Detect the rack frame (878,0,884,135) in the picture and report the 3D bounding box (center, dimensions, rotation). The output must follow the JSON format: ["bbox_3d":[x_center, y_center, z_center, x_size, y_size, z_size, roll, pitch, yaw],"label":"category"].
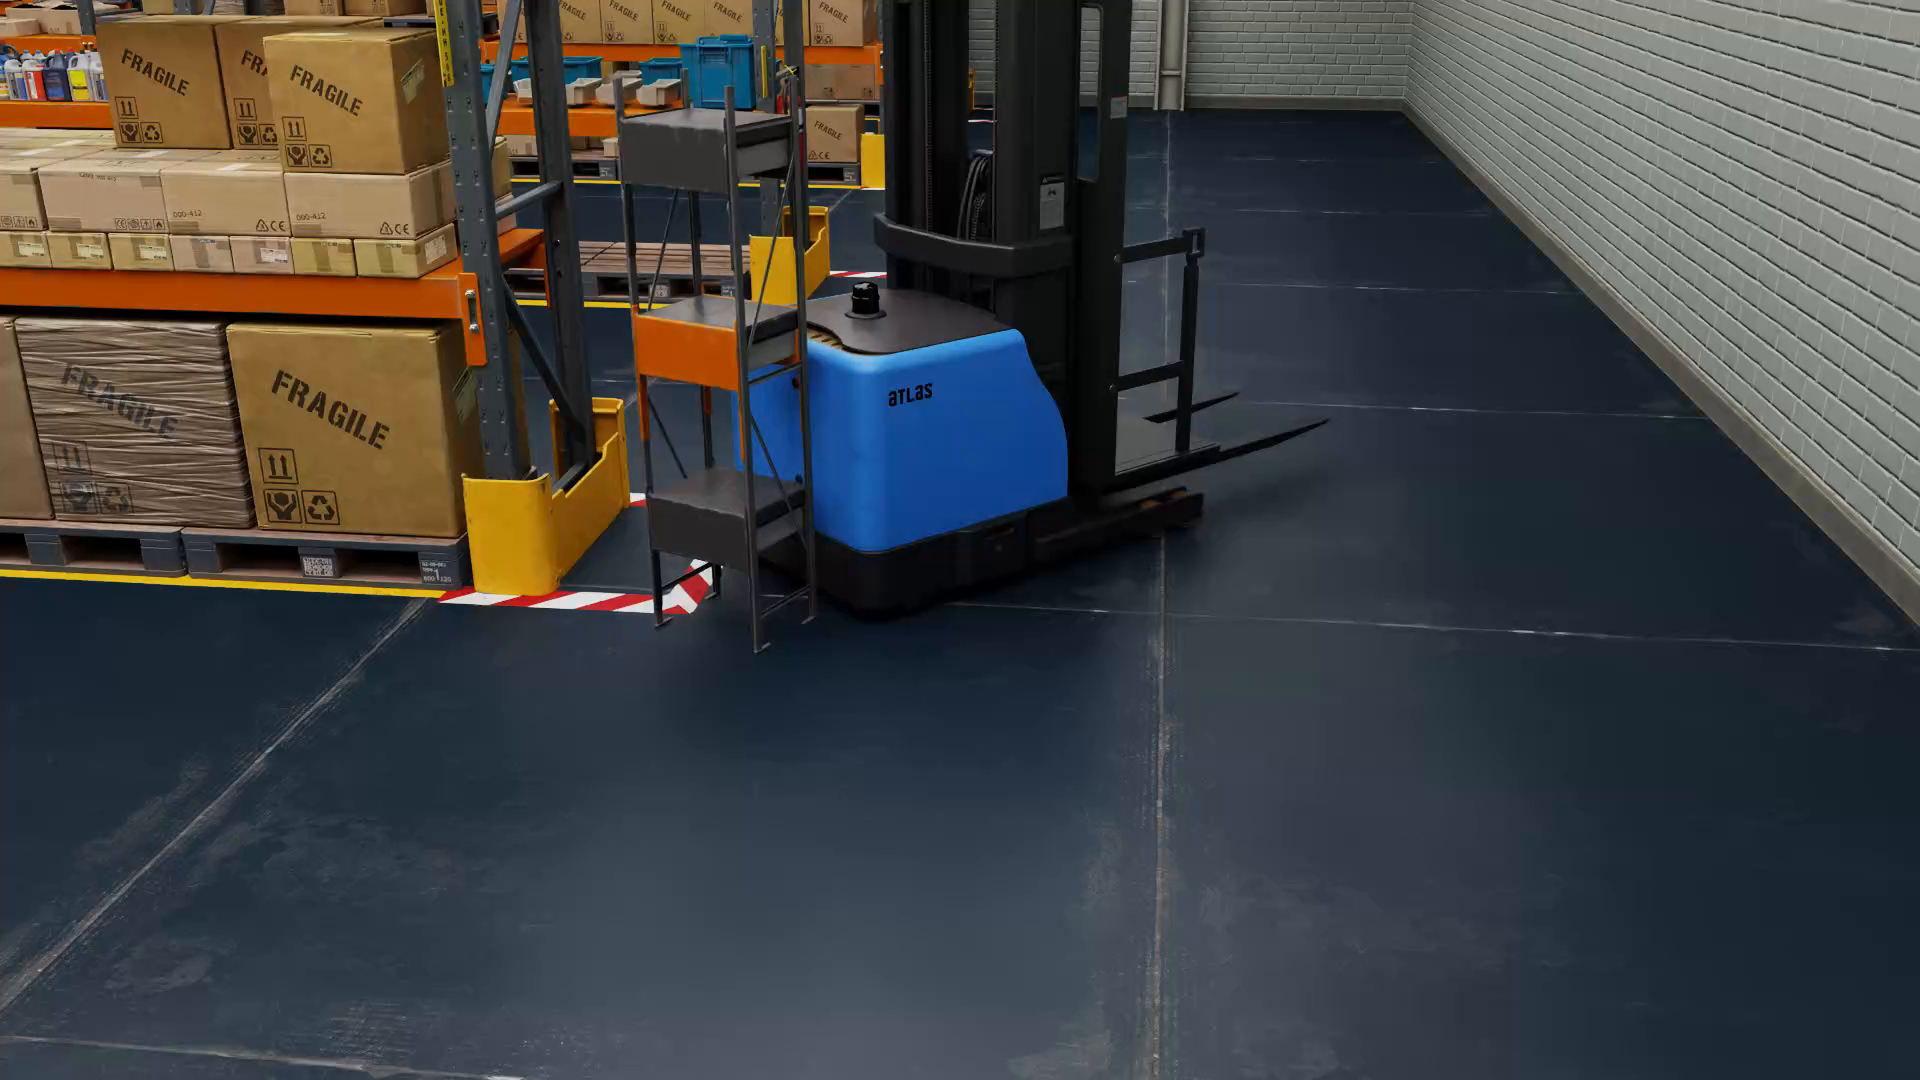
[{"bbox_3d":[-0.645,-4.999,16.003,0.127,3.000,1.000,2,22,6],"label":"rack frame"}]

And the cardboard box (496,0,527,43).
[{"bbox_3d":[-4.143,-5.097,16.115,0.500,0.500,0.500,3,22,8],"label":"cardboard box"}]

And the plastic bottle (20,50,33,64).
[{"bbox_3d":[-6.977,-3.532,12.469,0.097,0.271,0.097,0,22,0],"label":"plastic bottle"}]

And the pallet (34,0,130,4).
[{"bbox_3d":[-11.240,-7.151,21.709,1.213,0.211,1.003,2,22,6],"label":"pallet"}]

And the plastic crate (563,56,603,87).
[{"bbox_3d":[-2.745,-3.328,11.924,0.300,0.233,0.416,2,22,6],"label":"plastic crate"}]

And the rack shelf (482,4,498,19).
[{"bbox_3d":[-6.024,-6.732,21.367,4.000,0.370,1.077,2,22,6],"label":"rack shelf"}]

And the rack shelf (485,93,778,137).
[{"bbox_3d":[-3.217,-2.942,11.780,4.000,0.370,1.077,2,22,6],"label":"rack shelf"}]

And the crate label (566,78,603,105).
[{"bbox_3d":[-2.628,-3.086,11.442,0.243,0.136,0.396,2,22,6],"label":"crate label"}]

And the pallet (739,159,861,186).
[{"bbox_3d":[-1.512,-3.739,16.611,1.213,0.211,1.003,2,22,6],"label":"pallet"}]

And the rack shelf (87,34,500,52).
[{"bbox_3d":[-6.603,-4.924,16.792,4.000,0.370,1.077,2,22,6],"label":"rack shelf"}]

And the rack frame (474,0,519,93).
[{"bbox_3d":[-4.617,-5.172,16.441,0.127,3.000,1.000,2,22,6],"label":"rack frame"}]

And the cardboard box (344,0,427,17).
[{"bbox_3d":[-5.751,-5.522,16.621,0.500,0.500,0.700,6,22,15],"label":"cardboard box"}]

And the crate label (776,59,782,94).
[{"bbox_3d":[-1.438,-3.271,11.780,0.303,0.233,0.416,2,22,6],"label":"crate label"}]

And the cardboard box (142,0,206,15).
[{"bbox_3d":[-7.950,-5.600,16.818,0.500,0.500,0.700,-5,22,-12],"label":"cardboard box"}]

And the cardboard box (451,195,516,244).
[{"bbox_3d":[-2.128,-1.401,7.245,0.250,0.149,0.380,3,22,7],"label":"cardboard box"}]

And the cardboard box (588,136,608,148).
[{"bbox_3d":[-3.638,-4.135,17.098,0.250,0.149,0.380,2,22,6],"label":"cardboard box"}]

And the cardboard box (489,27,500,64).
[{"bbox_3d":[-5.581,-6.194,21.380,0.750,0.750,0.750,3,22,8],"label":"cardboard box"}]

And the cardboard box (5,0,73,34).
[{"bbox_3d":[-9.455,-5.413,17.172,0.500,0.311,0.500,2,22,6],"label":"cardboard box"}]

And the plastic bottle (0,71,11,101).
[{"bbox_3d":[-6.749,-3.208,11.746,0.097,0.201,0.097,0,22,0],"label":"plastic bottle"}]

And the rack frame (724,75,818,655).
[{"bbox_3d":[-0.680,-0.605,6.108,0.015,2.100,0.400,12,25,28],"label":"rack frame"}]

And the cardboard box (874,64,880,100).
[{"bbox_3d":[-0.772,-5.834,20.945,0.500,0.500,0.700,2,22,6],"label":"cardboard box"}]

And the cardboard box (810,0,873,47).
[{"bbox_3d":[-1.122,-4.965,15.783,0.500,0.500,0.500,3,22,8],"label":"cardboard box"}]

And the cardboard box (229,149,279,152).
[{"bbox_3d":[-2.776,-1.590,7.181,0.500,0.250,0.500,2,22,6],"label":"cardboard box"}]

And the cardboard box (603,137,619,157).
[{"bbox_3d":[-3.365,-3.928,16.550,0.250,0.166,0.380,2,22,6],"label":"cardboard box"}]

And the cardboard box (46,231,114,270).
[{"bbox_3d":[-3.479,-1.215,6.775,0.250,0.149,0.380,3,22,6],"label":"cardboard box"}]

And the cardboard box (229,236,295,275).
[{"bbox_3d":[-2.715,-1.182,6.692,0.250,0.149,0.380,3,22,6],"label":"cardboard box"}]

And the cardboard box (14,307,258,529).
[{"bbox_3d":[-3.363,-0.627,7.264,0.875,0.875,0.875,2,22,6],"label":"cardboard box"}]

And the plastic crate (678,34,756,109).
[{"bbox_3d":[-1.586,-3.181,11.276,0.499,0.435,0.616,2,22,6],"label":"plastic crate"}]

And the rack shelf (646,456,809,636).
[{"bbox_3d":[-0.888,0.015,6.485,0.480,0.518,0.431,12,25,28],"label":"rack shelf"}]

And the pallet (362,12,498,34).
[{"bbox_3d":[-5.398,-5.157,16.665,1.213,0.211,1.003,2,22,6],"label":"pallet"}]

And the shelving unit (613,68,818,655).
[{"bbox_3d":[-0.890,-0.649,6.224,0.503,2.100,0.431,12,25,28],"label":"shelving unit"}]

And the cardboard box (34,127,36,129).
[{"bbox_3d":[-9.140,-4.195,17.140,0.500,0.250,0.500,3,22,8],"label":"cardboard box"}]

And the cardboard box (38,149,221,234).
[{"bbox_3d":[-3.336,-1.419,6.748,0.500,0.250,0.500,2,22,4],"label":"cardboard box"}]

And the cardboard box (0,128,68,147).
[{"bbox_3d":[-4.296,-1.657,7.350,0.500,0.250,0.500,3,22,7],"label":"cardboard box"}]

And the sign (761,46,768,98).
[{"bbox_3d":[-1.280,-3.065,10.890,0.005,0.325,0.100,2,22,6],"label":"sign"}]

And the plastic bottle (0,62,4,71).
[{"bbox_3d":[-6.864,-3.302,11.888,0.097,0.271,0.097,0,22,0],"label":"plastic bottle"}]

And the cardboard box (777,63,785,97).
[{"bbox_3d":[-2.299,-5.897,21.106,0.500,0.500,0.700,3,22,8],"label":"cardboard box"}]

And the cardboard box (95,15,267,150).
[{"bbox_3d":[-3.271,-1.960,7.098,0.500,0.500,0.500,2,22,5],"label":"cardboard box"}]

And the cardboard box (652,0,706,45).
[{"bbox_3d":[-2.632,-5.032,15.951,0.500,0.500,0.500,2,22,6],"label":"cardboard box"}]

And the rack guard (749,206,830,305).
[{"bbox_3d":[-1.206,-2.031,11.898,0.348,0.500,1.175,2,22,6],"label":"rack guard"}]

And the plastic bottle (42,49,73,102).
[{"bbox_3d":[-6.338,-3.269,11.695,0.185,0.351,0.144,2,22,6],"label":"plastic bottle"}]

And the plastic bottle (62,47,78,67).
[{"bbox_3d":[-6.321,-3.321,11.828,0.185,0.351,0.144,2,22,6],"label":"plastic bottle"}]

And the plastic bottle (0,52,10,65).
[{"bbox_3d":[-7.090,-3.483,12.346,0.097,0.271,0.097,0,22,0],"label":"plastic bottle"}]

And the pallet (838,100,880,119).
[{"bbox_3d":[-0.869,-5.516,21.106,1.213,0.211,1.003,2,22,6],"label":"pallet"}]

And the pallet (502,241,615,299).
[{"bbox_3d":[-3.254,-1.997,12.204,1.213,0.211,1.003,2,22,6],"label":"pallet"}]

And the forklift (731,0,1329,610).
[{"bbox_3d":[0.481,-1.508,7.268,3.031,2.935,1.130,-17,27,-36],"label":"forklift"}]

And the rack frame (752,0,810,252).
[{"bbox_3d":[-1.231,-3.190,11.429,0.127,3.000,1.000,2,22,6],"label":"rack frame"}]

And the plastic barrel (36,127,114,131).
[{"bbox_3d":[-6.445,-2.643,12.328,0.708,0.901,0.600,2,22,6],"label":"plastic barrel"}]
